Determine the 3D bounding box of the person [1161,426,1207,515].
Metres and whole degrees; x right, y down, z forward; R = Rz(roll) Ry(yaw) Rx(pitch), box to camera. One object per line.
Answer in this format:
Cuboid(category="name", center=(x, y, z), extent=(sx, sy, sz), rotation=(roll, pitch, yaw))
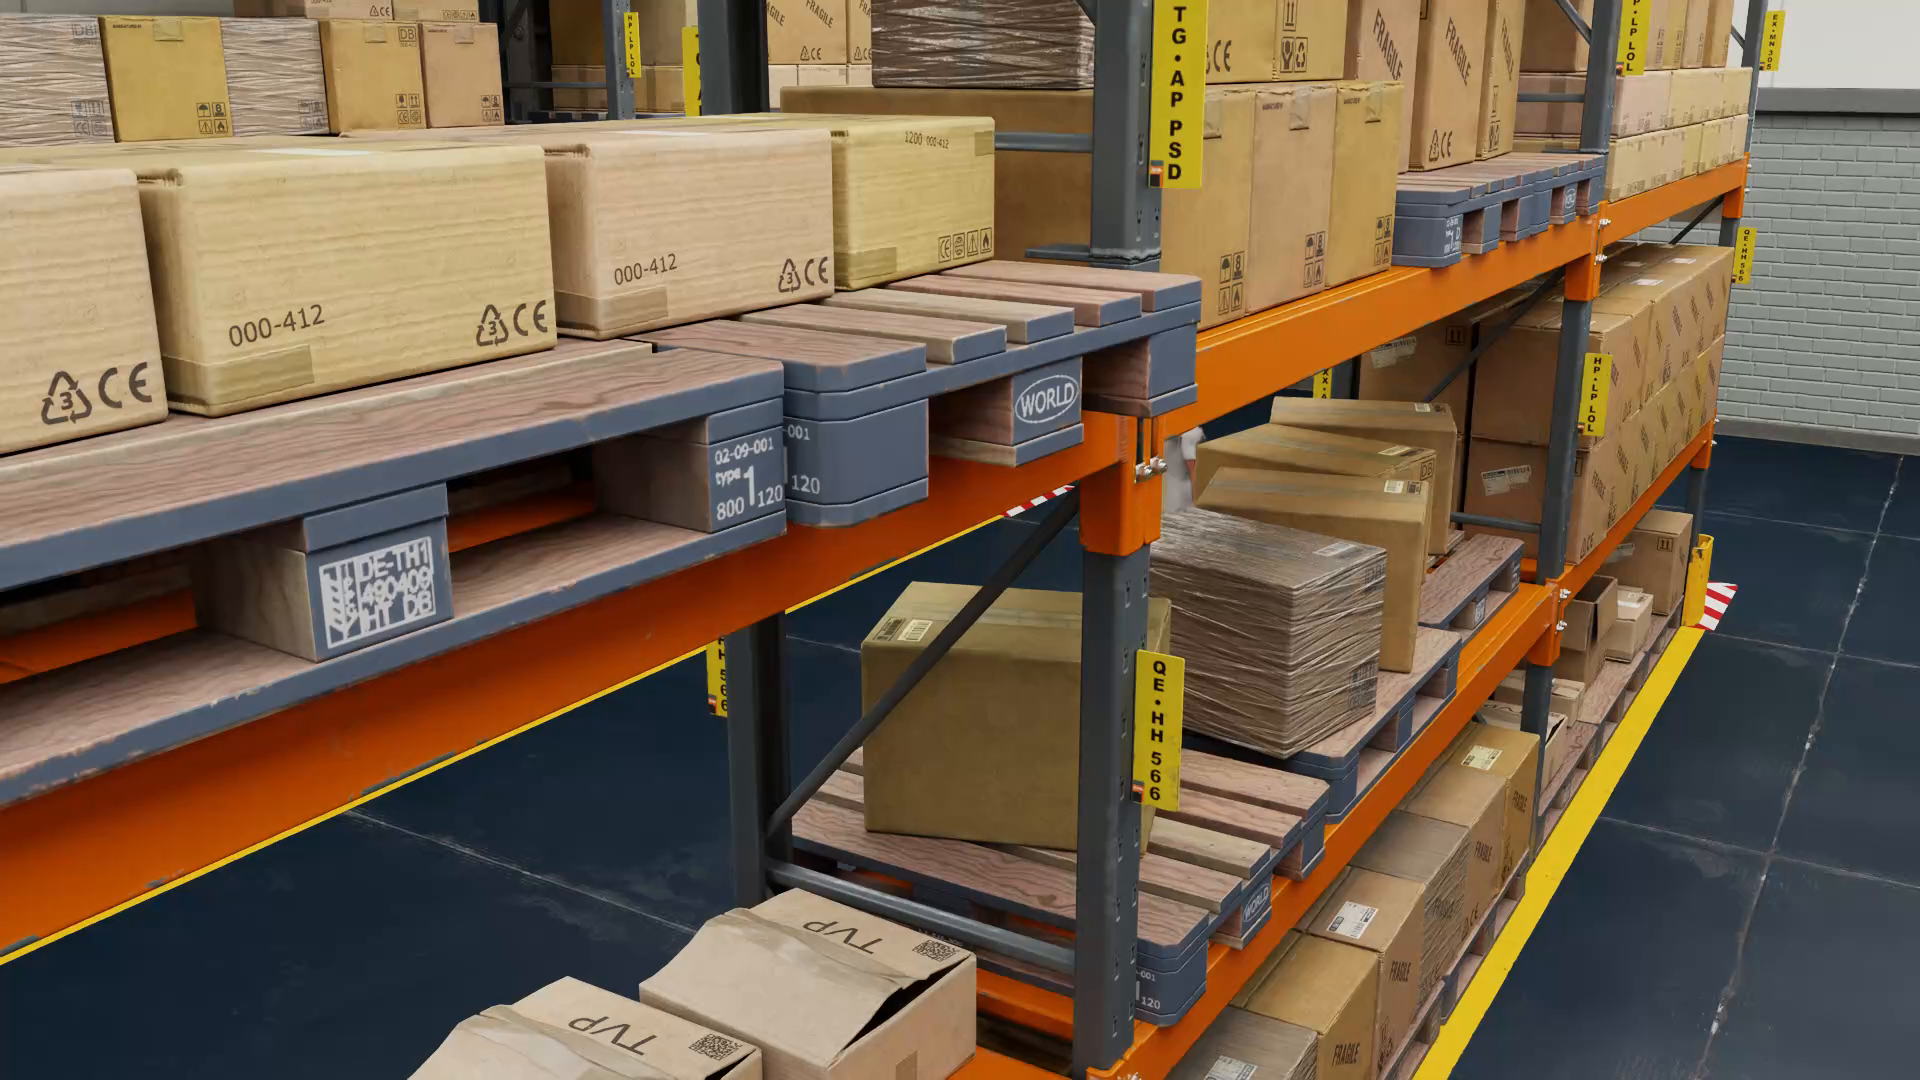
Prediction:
Cuboid(category="person", center=(1.234, -0.163, 9.530), extent=(0.434, 1.667, 0.595), rotation=(-11, 19, -33))
